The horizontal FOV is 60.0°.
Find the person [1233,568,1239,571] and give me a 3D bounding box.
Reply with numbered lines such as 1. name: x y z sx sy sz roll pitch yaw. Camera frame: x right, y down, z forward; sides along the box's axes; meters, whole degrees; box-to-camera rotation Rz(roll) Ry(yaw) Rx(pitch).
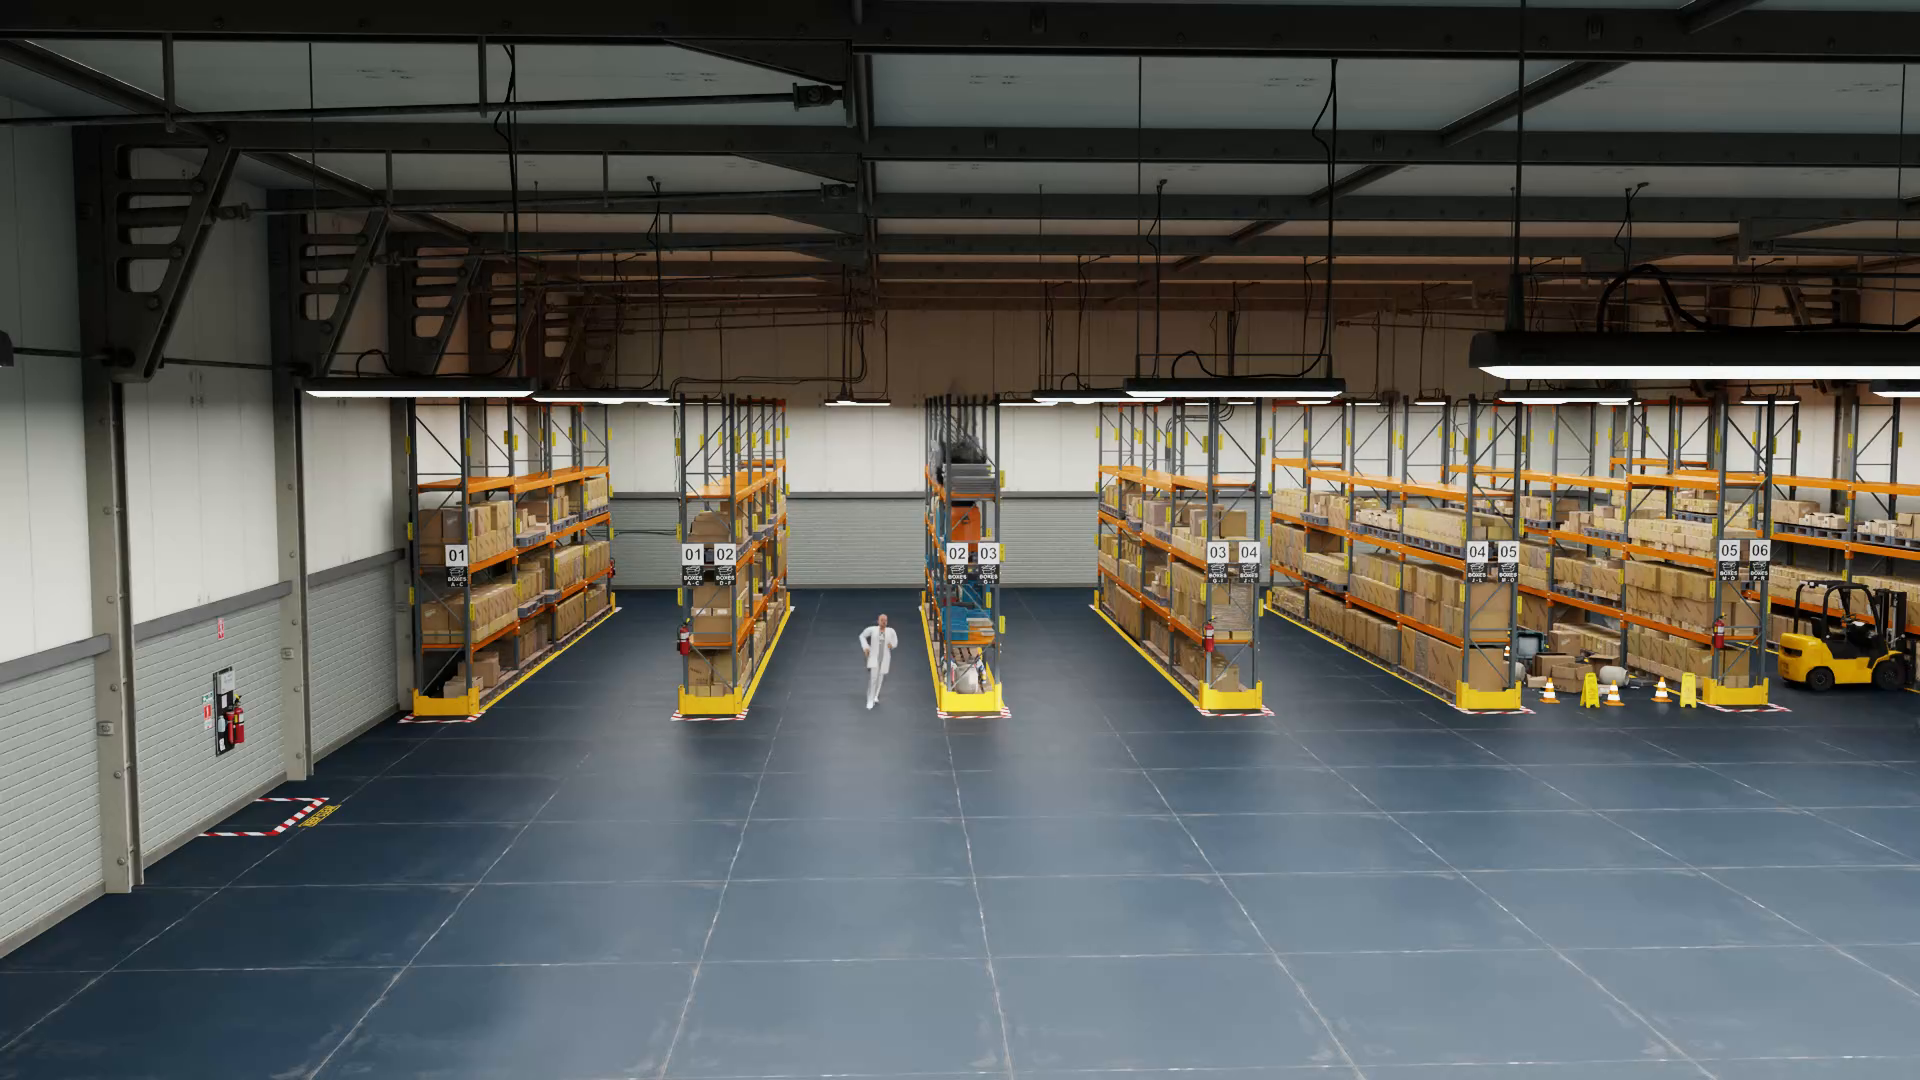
1. person: 7.751 1.100 47.285 0.715 1.813 0.960 1 5 16

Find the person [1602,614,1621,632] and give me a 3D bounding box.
1. person: 16.384 1.548 41.679 0.682 1.752 0.628 -1 5 -8

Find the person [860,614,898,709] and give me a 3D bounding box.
1. person: -1.544 2.439 32.039 0.704 1.613 0.843 -1 5 -15
